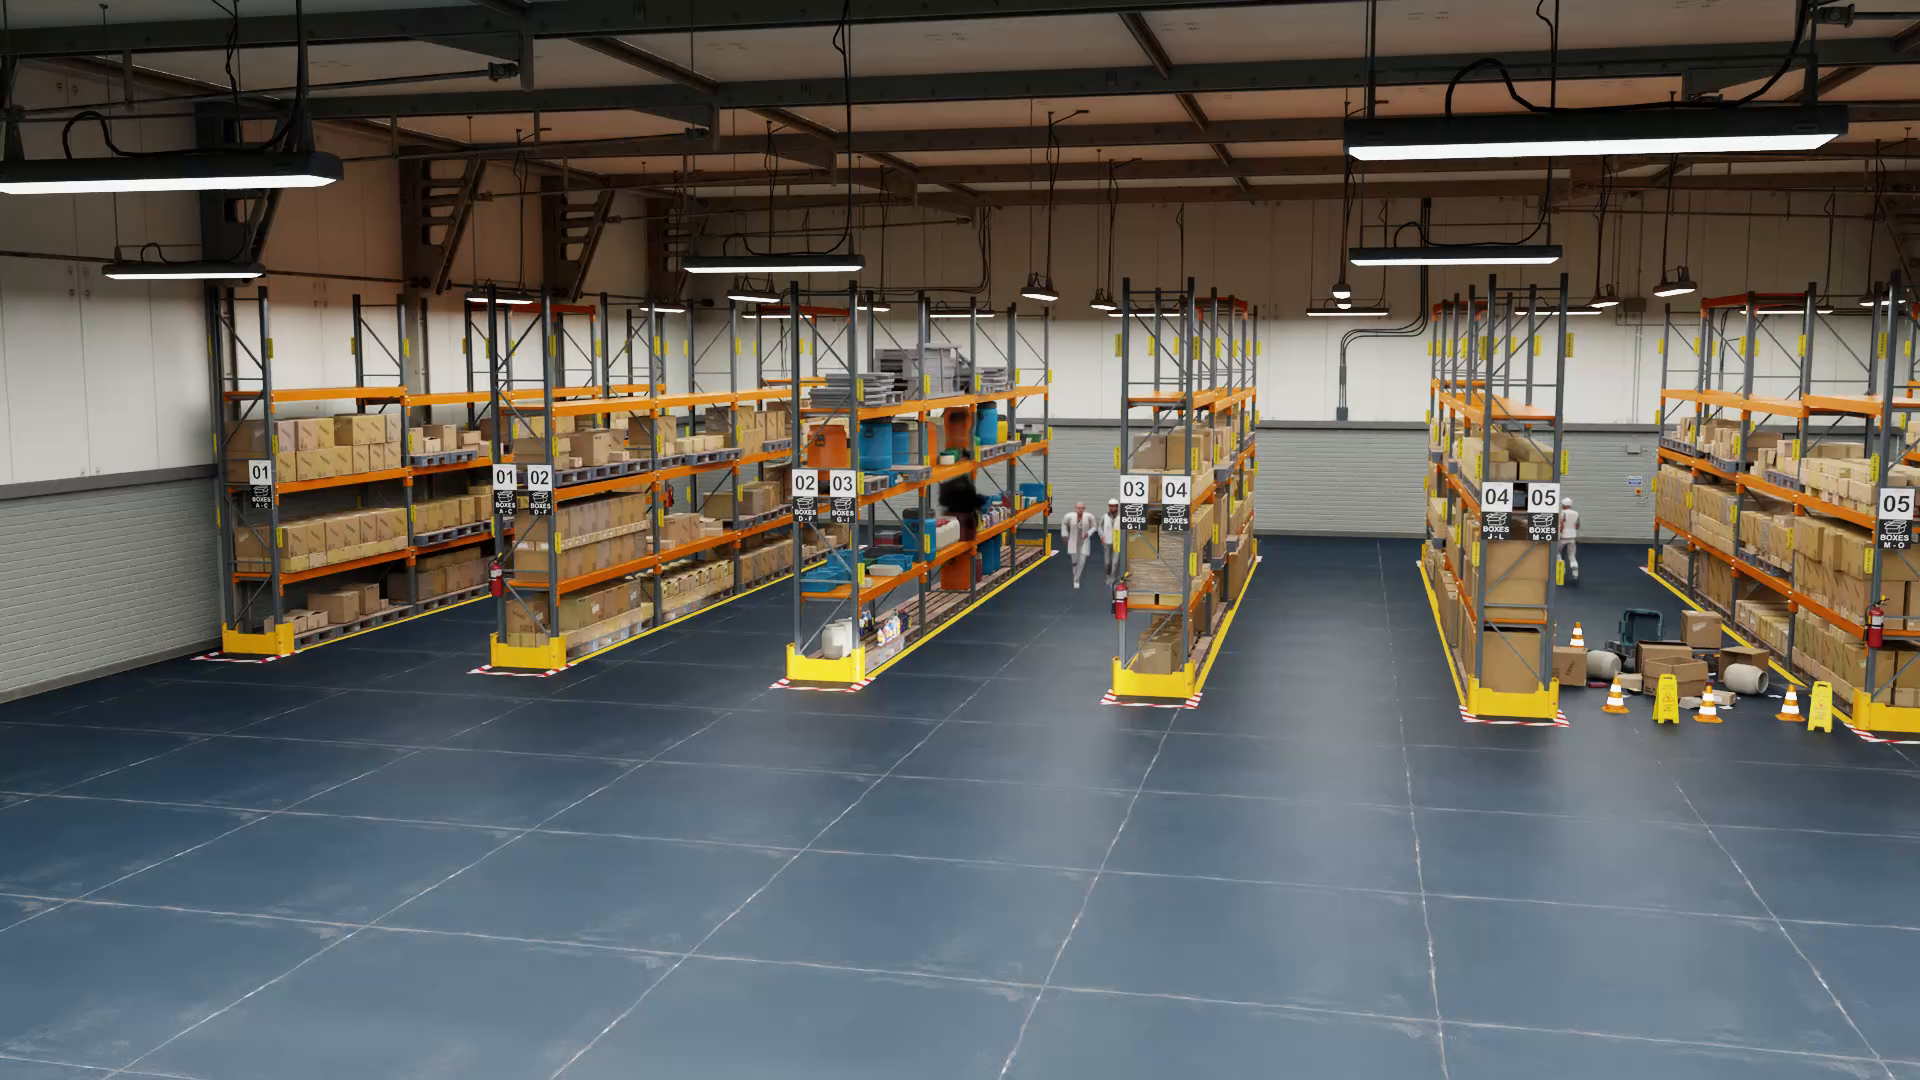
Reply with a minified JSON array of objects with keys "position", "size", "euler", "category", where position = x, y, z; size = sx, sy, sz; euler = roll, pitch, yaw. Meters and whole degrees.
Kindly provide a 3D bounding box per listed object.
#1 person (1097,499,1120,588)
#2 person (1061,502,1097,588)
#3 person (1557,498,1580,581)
[{"position":[3.061,0.058,33.031],"size":[0.682,1.762,0.556],"euler":[1,7,10],"category":"person"},{"position":[2.358,0.097,33.021],"size":[0.700,1.701,0.791],"euler":[0,7,-1],"category":"person"},{"position":[13.059,0.013,35.768],"size":[0.588,1.831,0.835],"euler":[-1,7,-5],"category":"person"}]
